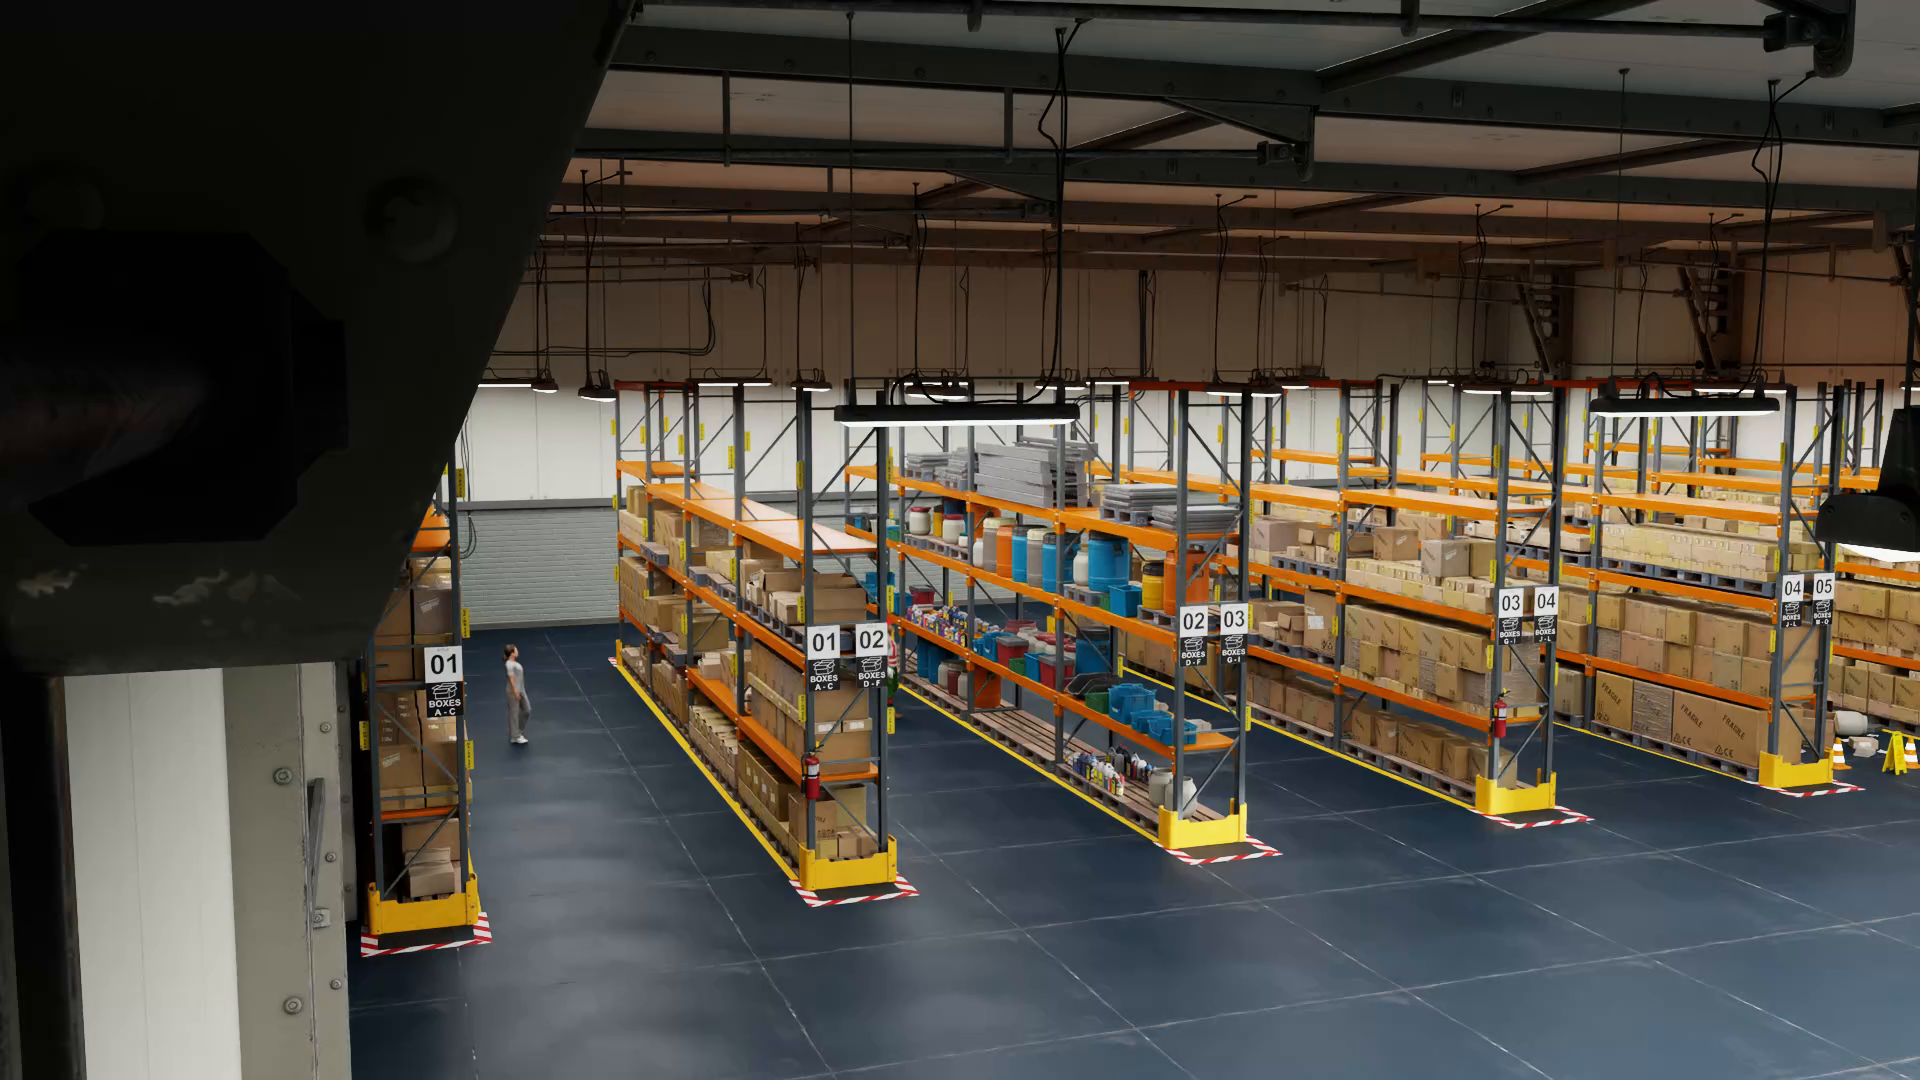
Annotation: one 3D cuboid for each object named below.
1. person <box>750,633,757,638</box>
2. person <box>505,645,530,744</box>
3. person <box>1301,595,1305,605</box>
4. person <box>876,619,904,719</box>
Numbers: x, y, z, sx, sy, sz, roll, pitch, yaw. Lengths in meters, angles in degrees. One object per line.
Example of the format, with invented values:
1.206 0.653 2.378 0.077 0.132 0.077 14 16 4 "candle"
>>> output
-4.067 1.950 33.758 0.458 1.669 0.518 0 6 -4 "person"
-7.444 2.584 27.847 0.450 1.687 0.550 1 6 14 "person"
8.929 0.888 43.272 0.676 1.743 0.534 -5 8 -42 "person"
-1.262 2.306 29.850 0.553 1.812 0.688 1 6 5 "person"
